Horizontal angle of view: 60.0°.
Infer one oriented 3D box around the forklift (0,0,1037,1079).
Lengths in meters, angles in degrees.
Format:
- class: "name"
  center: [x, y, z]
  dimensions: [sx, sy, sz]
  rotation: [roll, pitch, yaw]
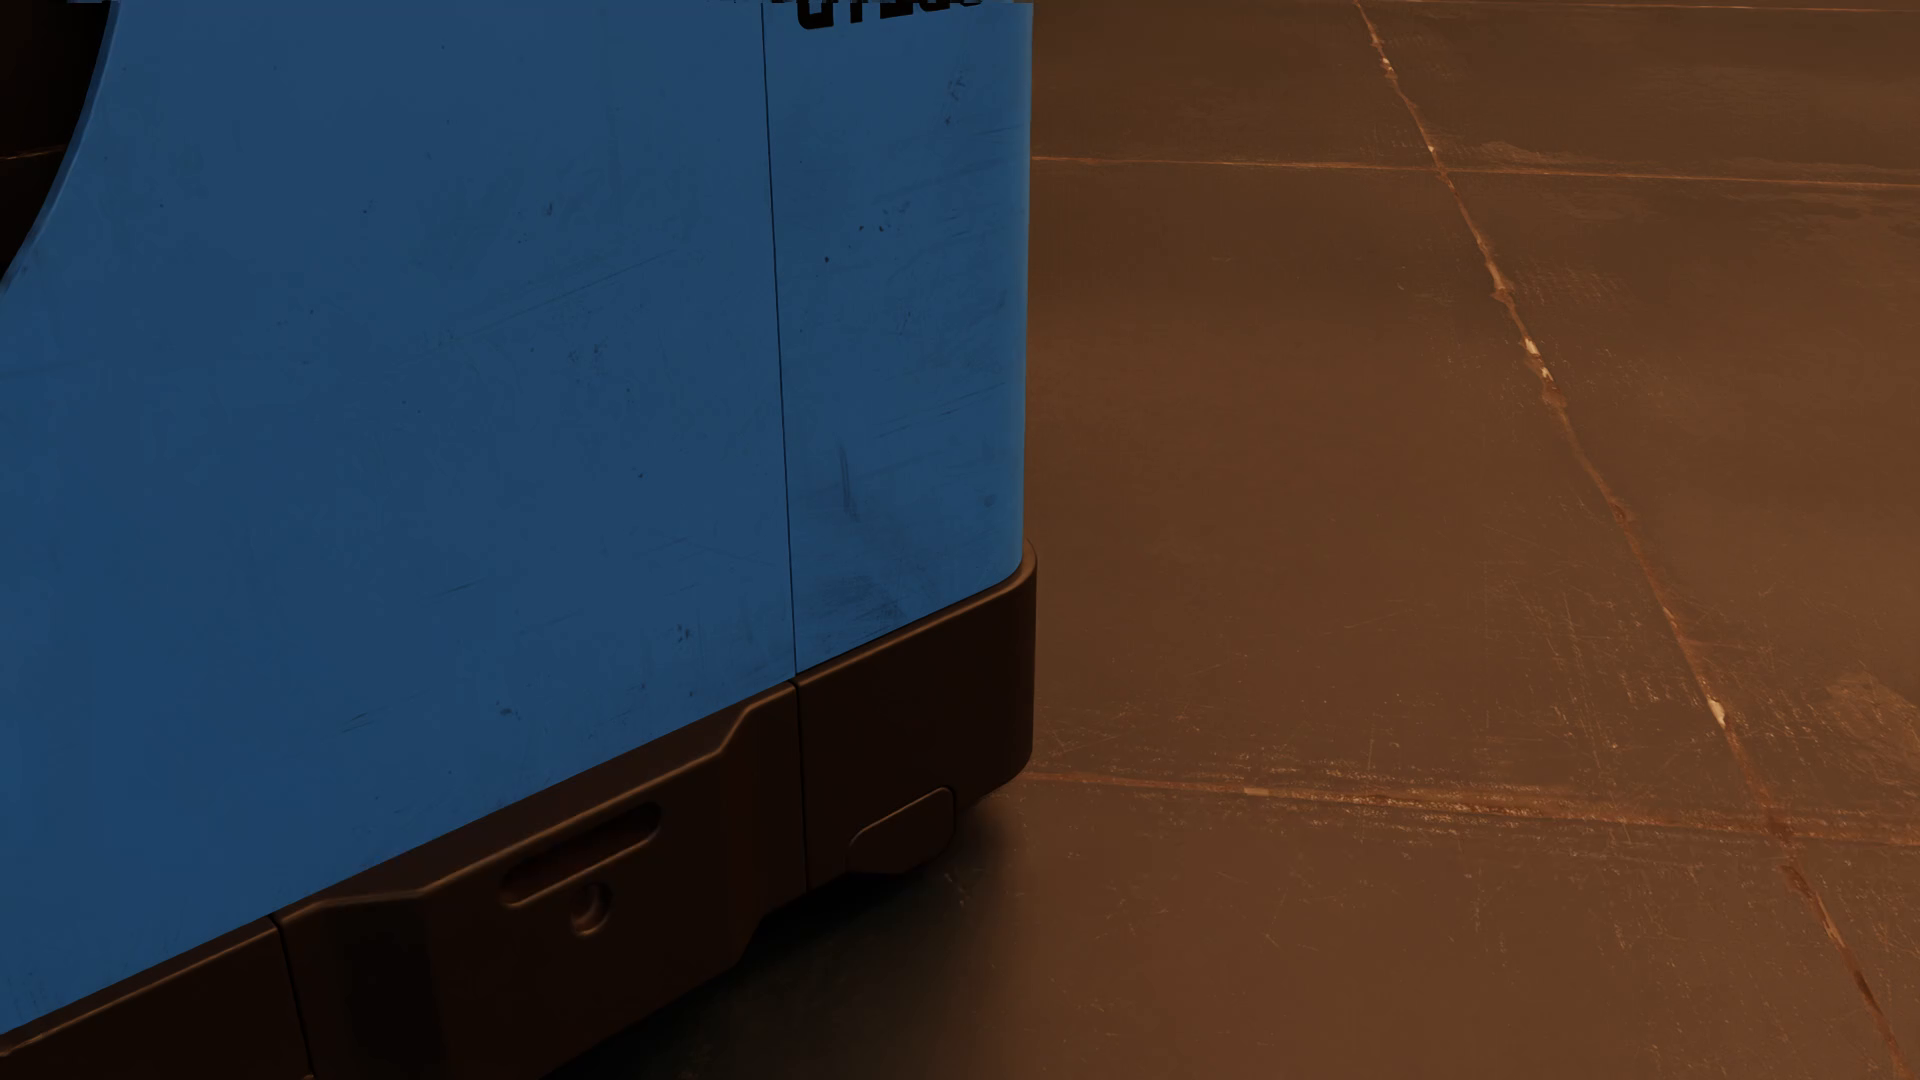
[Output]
- class: "forklift"
  center: [-1.336, -0.721, 0.663]
  dimensions: [3.031, 2.935, 1.130]
  rotation: [-23, 34, -38]
